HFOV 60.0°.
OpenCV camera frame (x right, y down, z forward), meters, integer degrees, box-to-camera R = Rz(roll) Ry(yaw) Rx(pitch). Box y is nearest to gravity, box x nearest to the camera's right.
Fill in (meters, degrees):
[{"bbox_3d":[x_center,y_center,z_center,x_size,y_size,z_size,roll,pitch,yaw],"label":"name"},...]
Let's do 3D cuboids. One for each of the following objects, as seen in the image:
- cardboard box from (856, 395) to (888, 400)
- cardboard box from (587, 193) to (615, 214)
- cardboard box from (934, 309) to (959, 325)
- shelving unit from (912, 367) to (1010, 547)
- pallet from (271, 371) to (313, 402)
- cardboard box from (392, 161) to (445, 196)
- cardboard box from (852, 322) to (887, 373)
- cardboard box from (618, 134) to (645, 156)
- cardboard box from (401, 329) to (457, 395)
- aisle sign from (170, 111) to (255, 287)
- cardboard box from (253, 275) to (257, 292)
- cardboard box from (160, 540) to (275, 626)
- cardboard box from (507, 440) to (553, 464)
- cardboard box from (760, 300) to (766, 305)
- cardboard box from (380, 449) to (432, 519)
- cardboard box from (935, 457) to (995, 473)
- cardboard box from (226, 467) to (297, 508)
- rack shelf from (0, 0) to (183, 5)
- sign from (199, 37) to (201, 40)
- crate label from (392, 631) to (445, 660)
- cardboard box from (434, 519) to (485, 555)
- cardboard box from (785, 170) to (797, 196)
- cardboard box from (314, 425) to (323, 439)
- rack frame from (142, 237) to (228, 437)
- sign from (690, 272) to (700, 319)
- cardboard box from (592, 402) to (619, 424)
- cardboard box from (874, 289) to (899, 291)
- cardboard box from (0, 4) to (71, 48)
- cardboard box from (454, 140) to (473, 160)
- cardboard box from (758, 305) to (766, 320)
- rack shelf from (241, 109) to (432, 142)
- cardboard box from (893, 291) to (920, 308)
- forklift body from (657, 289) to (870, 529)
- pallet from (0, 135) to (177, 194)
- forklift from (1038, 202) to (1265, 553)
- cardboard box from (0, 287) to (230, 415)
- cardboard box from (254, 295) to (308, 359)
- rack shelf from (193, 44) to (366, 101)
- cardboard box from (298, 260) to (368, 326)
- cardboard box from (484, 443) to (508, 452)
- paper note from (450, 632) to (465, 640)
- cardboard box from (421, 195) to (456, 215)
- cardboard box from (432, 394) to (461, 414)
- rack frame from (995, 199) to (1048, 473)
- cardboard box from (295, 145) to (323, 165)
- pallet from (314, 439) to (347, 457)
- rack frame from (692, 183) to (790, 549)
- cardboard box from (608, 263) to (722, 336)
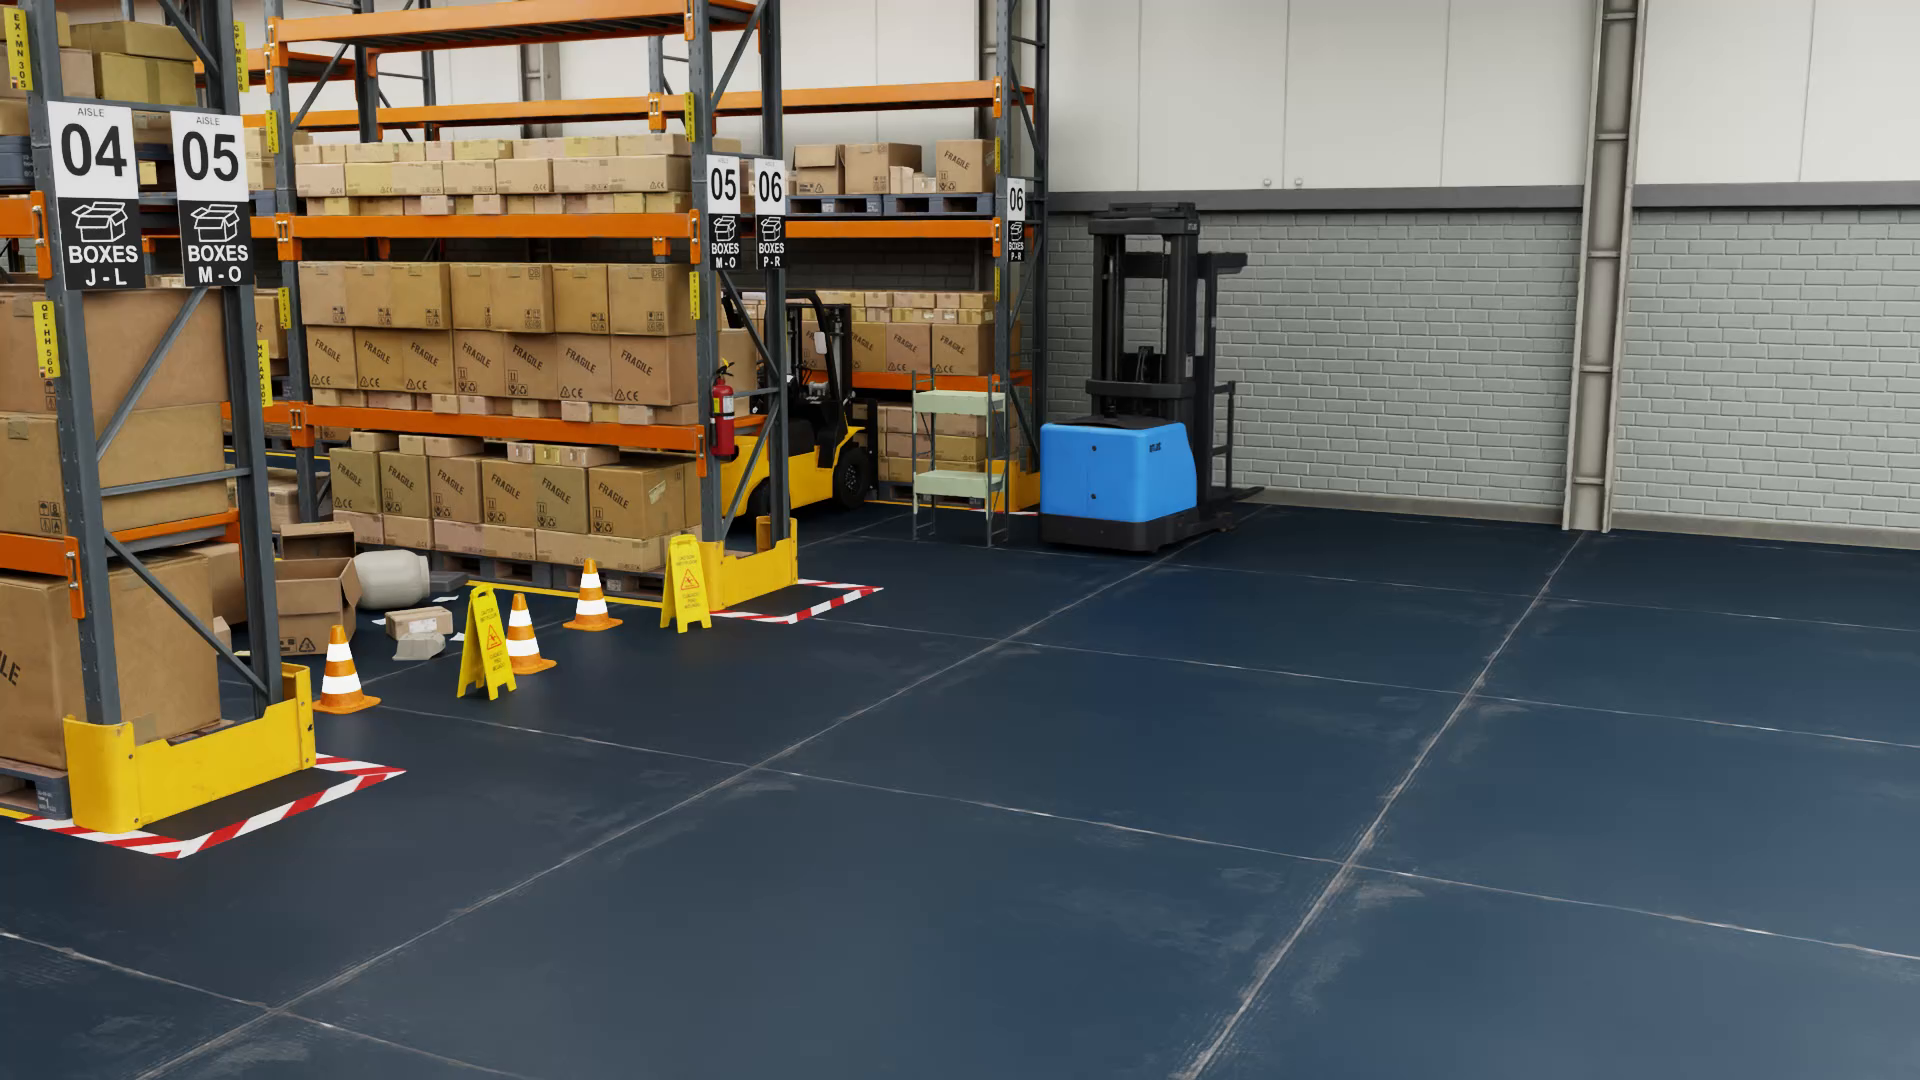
[{"bbox_3d":[-1.084,-1.390,17.722,0.500,0.250,0.500,5,11,25],"label":"cardboard box"},{"bbox_3d":[-2.485,-2.438,12.063,0.250,0.149,0.380,5,12,28],"label":"cardboard box"},{"bbox_3d":[-0.065,-2.221,16.478,0.250,0.149,0.380,5,12,27],"label":"cardboard box"},{"bbox_3d":[0.006,-0.737,14.594,0.755,1.500,0.431,5,11,26],"label":"shelving unit"},{"bbox_3d":[-5.788,-1.366,14.394,1.213,0.211,1.003,5,11,26],"label":"pallet"},{"bbox_3d":[-3.984,-2.766,12.757,0.500,0.250,0.500,5,11,26],"label":"cardboard box"},{"bbox_3d":[-0.866,-1.984,16.987,0.500,0.500,0.500,5,11,25],"label":"cardboard box"},{"bbox_3d":[-2.228,-2.813,11.891,0.250,0.149,0.380,5,12,27],"label":"cardboard box"},{"bbox_3d":[-3.991,-1.416,13.015,0.500,0.500,0.500,5,11,25],"label":"cardboard box"},{"bbox_3d":[-3.484,-1.585,7.765,0.004,0.787,0.394,5,11,26],"label":"aisle sign"},{"bbox_3d":[-6.452,-2.261,14.684,0.250,0.149,0.380,6,12,29],"label":"cardboard box"},{"bbox_3d":[-5.118,0.293,11.315,0.503,0.637,0.797,5,11,26],"label":"cardboard box"},{"bbox_3d":[-3.233,-0.685,12.705,0.250,0.149,0.380,6,12,28],"label":"cardboard box"},{"bbox_3d":[-1.883,-2.535,17.375,0.250,0.149,0.380,5,11,25],"label":"cardboard box"},{"bbox_3d":[-4.272,-0.470,13.339,0.500,0.500,0.500,6,12,28],"label":"cardboard box"},{"bbox_3d":[0.052,-0.695,16.689,0.500,0.250,0.500,5,11,26],"label":"cardboard box"},{"bbox_3d":[-6.285,-0.388,14.649,0.625,0.372,0.950,6,12,29],"label":"cardboard box"},{"bbox_3d":[-11.942,-7.191,21.885,4.000,0.370,1.077,5,11,26],"label":"rack shelf"},{"bbox_3d":[-9.908,-6.379,21.642,0.005,0.325,0.100,5,11,26],"label":"sign"},{"bbox_3d":[-3.455,0.671,10.638,0.298,0.136,0.250,-1,10,-4],"label":"crate label"},{"bbox_3d":[-3.797,-0.059,13.177,0.500,0.250,0.500,5,11,25],"label":"cardboard box"},{"bbox_3d":[-1.778,-3.670,17.082,0.258,0.266,0.396,5,11,24],"label":"cardboard box"},{"bbox_3d":[-7.951,-1.543,20.672,0.500,0.500,0.500,6,12,28],"label":"cardboard box"},{"bbox_3d":[-10.149,-2.800,21.781,0.127,3.000,1.000,5,11,26],"label":"rack frame"},{"bbox_3d":[-1.844,-1.700,11.562,0.005,0.325,0.100,5,11,26],"label":"sign"},{"bbox_3d":[-2.507,-0.959,12.314,0.250,0.149,0.380,5,11,25],"label":"cardboard box"},{"bbox_3d":[-0.711,-2.550,17.459,0.250,0.149,0.380,5,11,24],"label":"cardboard box"},{"bbox_3d":[-4.132,-2.236,7.247,0.250,0.149,0.380,5,11,26],"label":"cardboard box"},{"bbox_3d":[-3.599,-2.936,12.571,0.250,0.149,0.380,5,12,27],"label":"cardboard box"},{"bbox_3d":[-1.903,-2.383,17.371,0.250,0.149,0.380,5,11,25],"label":"cardboard box"},{"bbox_3d":[-8.355,-5.044,20.475,4.000,0.370,1.077,5,11,26],"label":"rack shelf"},{"bbox_3d":[-0.474,-2.426,16.777,0.250,0.149,0.380,5,11,26],"label":"cardboard box"},{"bbox_3d":[-1.895,-1.295,15.847,1.214,2.155,2.313,5,11,26],"label":"forklift body"},{"bbox_3d":[-4.350,-1.752,7.817,1.213,0.211,1.003,5,11,26],"label":"pallet"},{"bbox_3d":[1.896,-1.548,15.053,1.130,2.935,3.031,7,12,32],"label":"forklift"},{"bbox_3d":[-3.996,-0.904,7.848,0.550,0.550,0.875,5,11,26],"label":"cardboard box"},{"bbox_3d":[-5.683,-1.779,13.842,0.500,0.500,0.500,5,11,25],"label":"cardboard box"},{"bbox_3d":[-6.961,-3.936,14.352,4.000,0.370,1.077,5,11,26],"label":"rack shelf"},{"bbox_3d":[-4.869,-1.995,13.409,0.500,0.500,0.700,5,11,25],"label":"cardboard box"},{"bbox_3d":[-3.603,-0.516,13.595,0.500,0.500,0.500,6,12,29],"label":"cardboard box"},{"bbox_3d":[-3.309,0.643,11.094,0.142,0.019,0.148,1,10,6],"label":"paper note"},{"bbox_3d":[-3.879,-2.550,12.680,0.250,0.149,0.380,5,11,25],"label":"cardboard box"},{"bbox_3d":[-3.884,-1.075,12.953,0.250,0.149,0.380,5,11,26],"label":"cardboard box"},{"bbox_3d":[0.613,-1.855,16.556,0.127,3.000,1.000,5,11,26],"label":"rack frame"},{"bbox_3d":[-5.029,-3.045,13.175,0.250,0.149,0.380,5,11,25],"label":"cardboard box"},{"bbox_3d":[-7.214,-1.178,20.646,1.213,0.211,1.003,5,11,26],"label":"pallet"},{"bbox_3d":[-1.580,-1.062,12.174,0.127,3.000,1.000,5,11,26],"label":"rack frame"},{"bbox_3d":[-2.135,-1.755,12.080,0.500,0.500,0.700,5,11,24],"label":"cardboard box"}]
